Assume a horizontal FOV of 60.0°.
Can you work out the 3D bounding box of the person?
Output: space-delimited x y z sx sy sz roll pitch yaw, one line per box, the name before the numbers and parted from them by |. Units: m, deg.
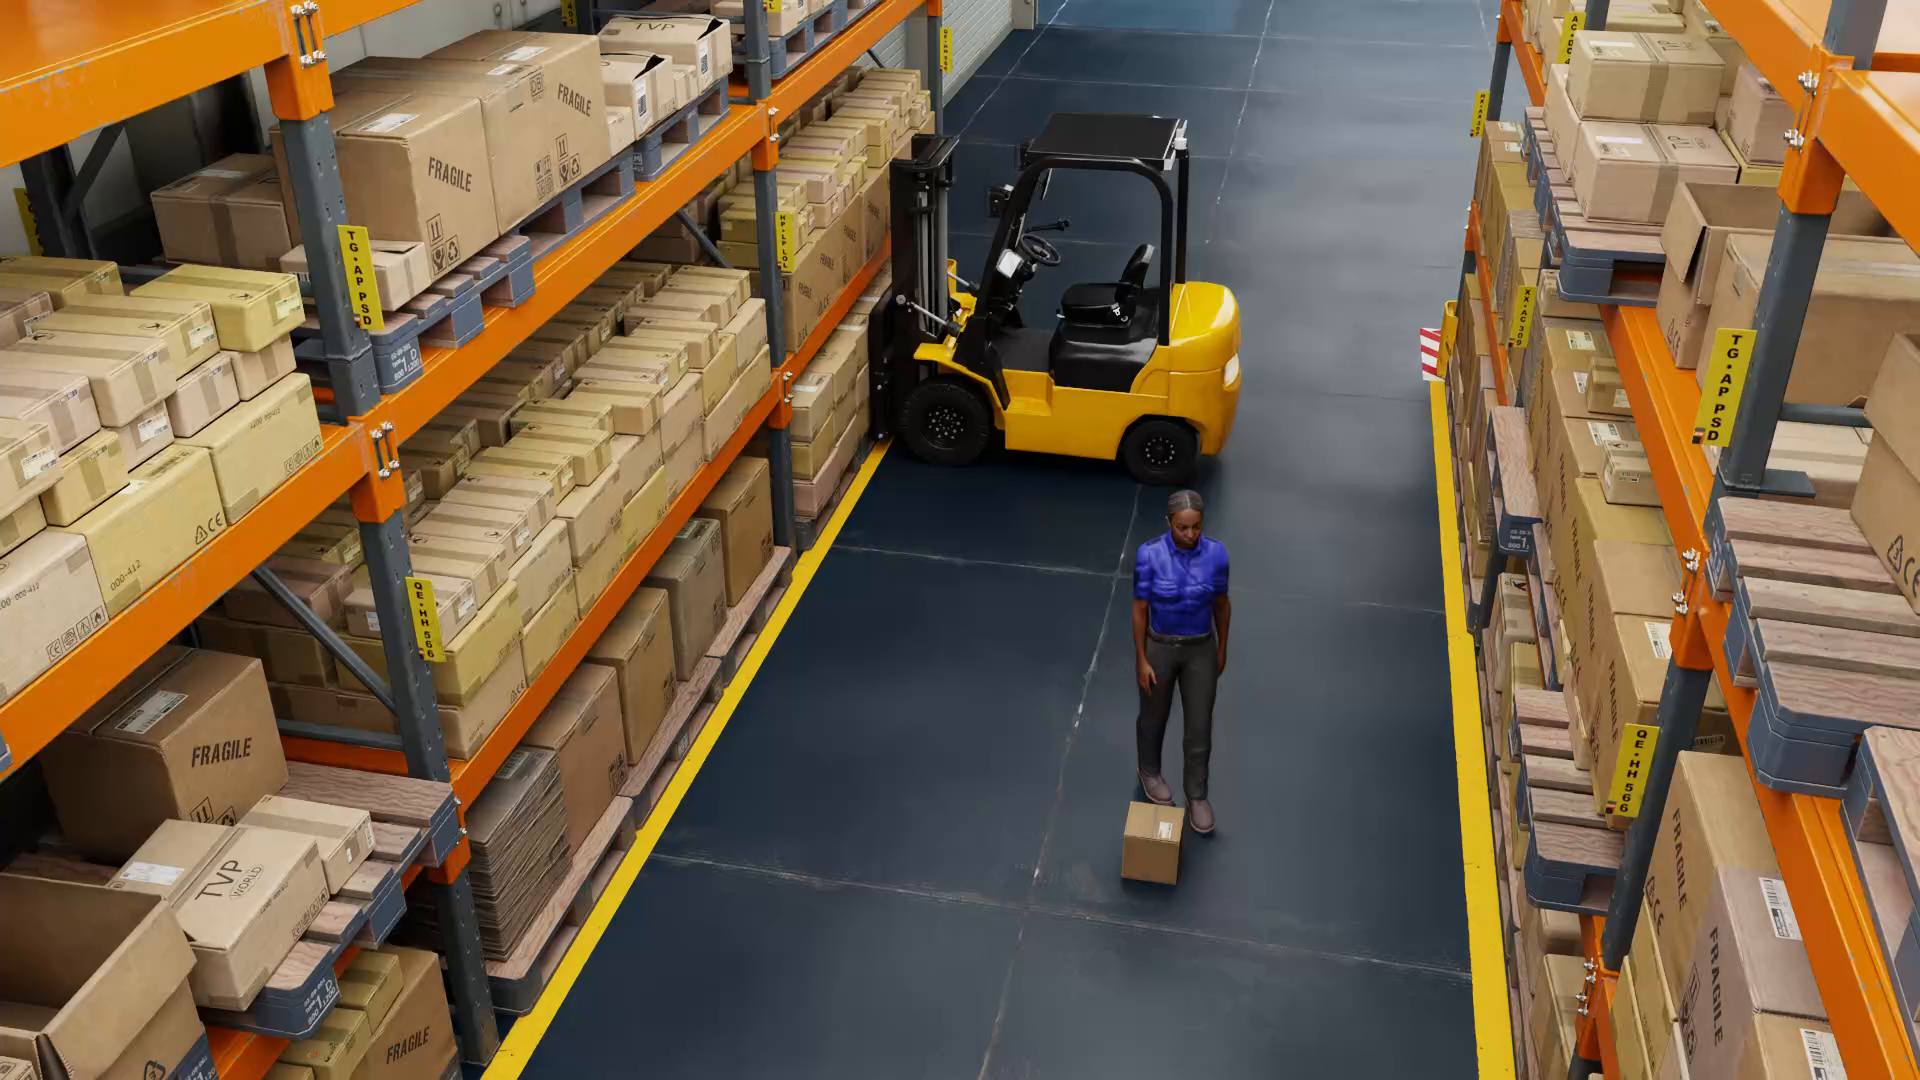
person | 1.005 0.544 7.617 0.448 1.666 0.505 -2 29 -4
